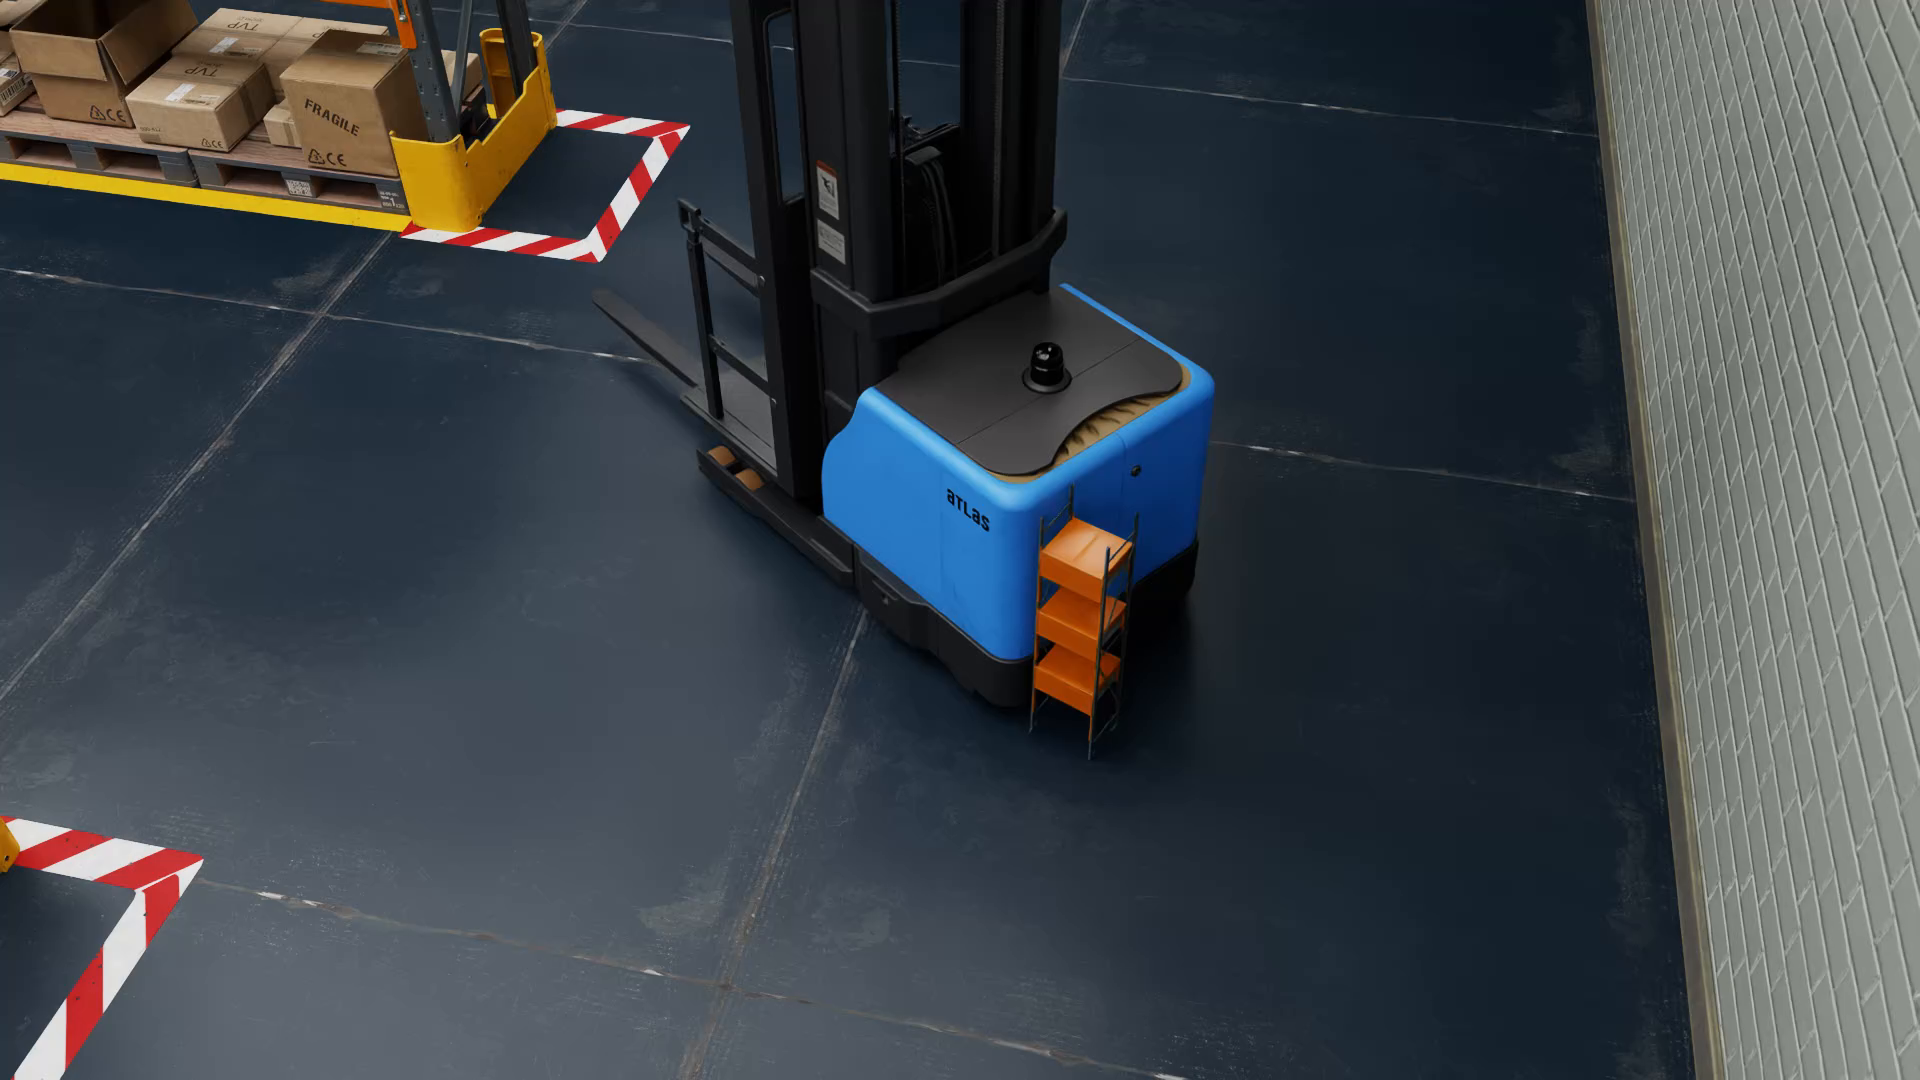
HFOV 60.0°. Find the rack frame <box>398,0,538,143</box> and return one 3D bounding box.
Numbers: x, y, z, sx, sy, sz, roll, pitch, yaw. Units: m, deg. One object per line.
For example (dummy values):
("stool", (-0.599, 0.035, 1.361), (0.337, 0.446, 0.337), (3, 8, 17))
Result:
("rack frame", (-2.416, -3.024, 7.729), (0.127, 3.000, 1.000), (9, 45, 9))

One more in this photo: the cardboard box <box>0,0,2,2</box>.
("cardboard box", (-5.702, -2.994, 9.183), (0.500, 0.500, 0.500), (9, 45, 9))

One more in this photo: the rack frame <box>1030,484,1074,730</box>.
("rack frame", (0.314, 0.254, 5.729), (0.008, 1.050, 0.200), (25, 49, 24))

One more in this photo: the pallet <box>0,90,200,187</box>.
("pallet", (-4.456, -2.337, 9.026), (1.213, 0.211, 1.003), (9, 45, 9))

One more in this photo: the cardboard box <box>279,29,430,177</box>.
("cardboard box", (-3.001, -2.198, 8.356), (0.500, 0.500, 0.500), (9, 45, 9))

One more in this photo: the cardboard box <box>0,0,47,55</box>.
("cardboard box", (-4.970, -2.812, 9.130), (0.500, 0.311, 0.500), (9, 45, 9))

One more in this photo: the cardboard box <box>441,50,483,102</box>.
("cardboard box", (-2.750, -2.452, 8.873), (0.250, 0.149, 0.380), (9, 45, 9))

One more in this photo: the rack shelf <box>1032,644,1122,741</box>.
("rack shelf", (0.415, 0.510, 5.880), (0.240, 0.259, 0.215), (25, 49, 24))

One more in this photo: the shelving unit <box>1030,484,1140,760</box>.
("shelving unit", (0.415, 0.302, 5.680), (0.252, 1.050, 0.215), (25, 49, 24))

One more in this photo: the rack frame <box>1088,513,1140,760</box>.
("rack frame", (0.516, 0.349, 5.630), (0.008, 1.050, 0.200), (25, 49, 24))

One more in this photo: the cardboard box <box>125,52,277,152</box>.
("cardboard box", (-3.921, -2.272, 8.613), (0.500, 0.250, 0.500), (9, 45, 9))

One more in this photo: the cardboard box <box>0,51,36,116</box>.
("cardboard box", (-5.111, -2.434, 8.841), (0.250, 0.166, 0.380), (9, 45, 9))

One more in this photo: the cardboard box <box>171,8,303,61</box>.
("cardboard box", (-3.861, -2.618, 8.972), (0.500, 0.250, 0.500), (9, 45, 9))

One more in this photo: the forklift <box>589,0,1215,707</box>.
("forklift", (-0.443, -1.394, 6.085), (1.130, 2.935, 3.031), (-32, 52, -29))

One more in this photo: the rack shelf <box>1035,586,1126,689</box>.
("rack shelf", (0.415, 0.309, 5.687), (0.240, 0.259, 0.215), (25, 49, 24))

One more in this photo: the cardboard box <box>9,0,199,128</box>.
("cardboard box", (-4.485, -2.608, 8.780), (0.637, 0.503, 0.797), (9, 45, 9))

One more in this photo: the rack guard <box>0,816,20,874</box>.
("rack guard", (-3.475, 1.223, 5.119), (0.348, 0.500, 1.175), (9, 45, 9))

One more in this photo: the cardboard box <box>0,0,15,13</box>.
("cardboard box", (-5.323, -2.851, 9.287), (0.250, 0.149, 0.380), (9, 45, 9))

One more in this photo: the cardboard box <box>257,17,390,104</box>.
("cardboard box", (-3.373, -2.542, 8.894), (0.500, 0.250, 0.500), (9, 45, 9))

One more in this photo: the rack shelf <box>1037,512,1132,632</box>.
("rack shelf", (0.415, 0.105, 5.490), (0.240, 0.259, 0.215), (25, 49, 24))

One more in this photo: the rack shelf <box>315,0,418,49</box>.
("rack shelf", (-4.368, -3.068, 8.293), (4.000, 0.370, 1.077), (9, 45, 9))

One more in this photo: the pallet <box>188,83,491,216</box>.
("pallet", (-3.269, -2.151, 8.833), (1.213, 0.211, 1.003), (9, 45, 9))

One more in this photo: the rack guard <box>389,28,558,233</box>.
("rack guard", (-2.491, -2.135, 8.608), (0.348, 0.500, 1.175), (9, 45, 9))

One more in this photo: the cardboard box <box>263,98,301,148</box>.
("cardboard box", (-3.376, -2.200, 8.598), (0.250, 0.166, 0.380), (9, 45, 9))
